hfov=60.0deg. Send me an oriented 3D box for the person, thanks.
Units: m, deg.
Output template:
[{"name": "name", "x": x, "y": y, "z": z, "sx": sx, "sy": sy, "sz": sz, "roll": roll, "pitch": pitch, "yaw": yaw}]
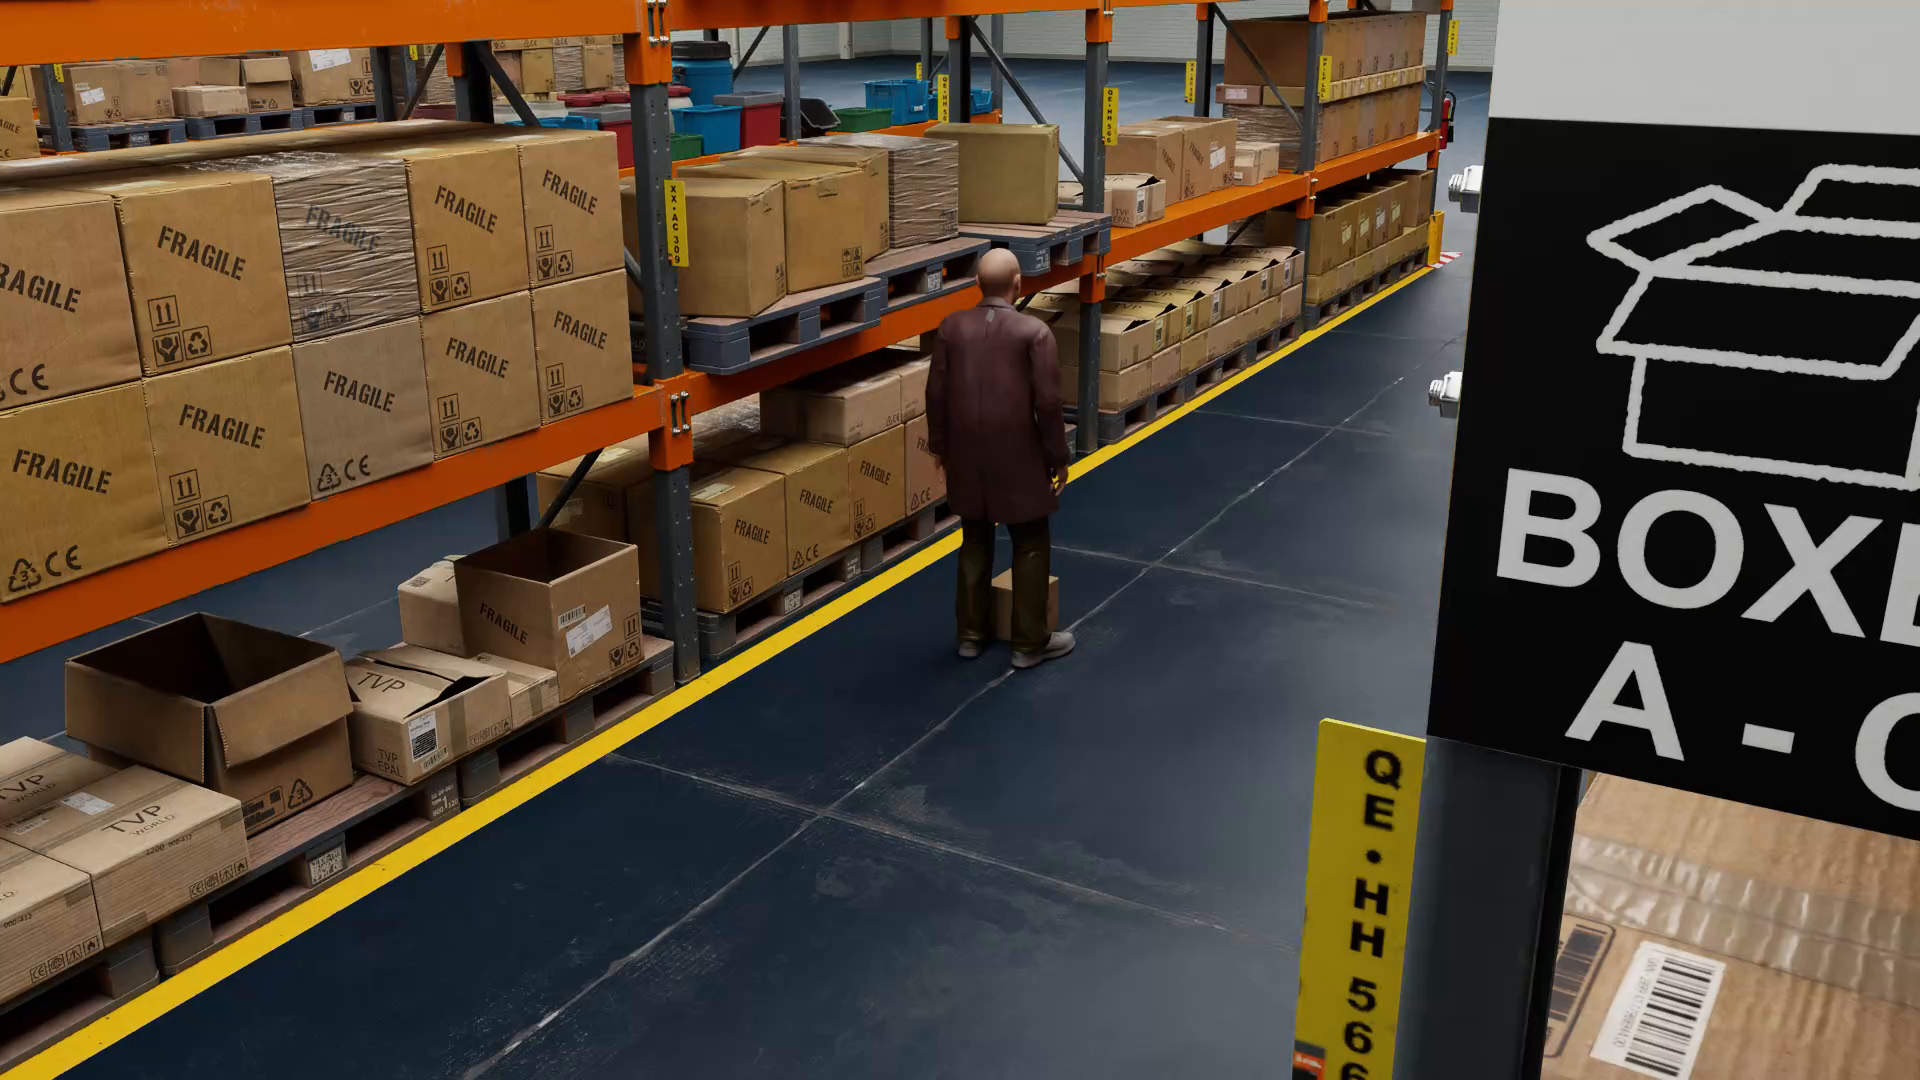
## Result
[{"name": "person", "x": 0.163, "y": -0.348, "z": 7.092, "sx": 0.652, "sy": 1.773, "sz": 0.430, "roll": 9, "pitch": 21, "yaw": 24}]
